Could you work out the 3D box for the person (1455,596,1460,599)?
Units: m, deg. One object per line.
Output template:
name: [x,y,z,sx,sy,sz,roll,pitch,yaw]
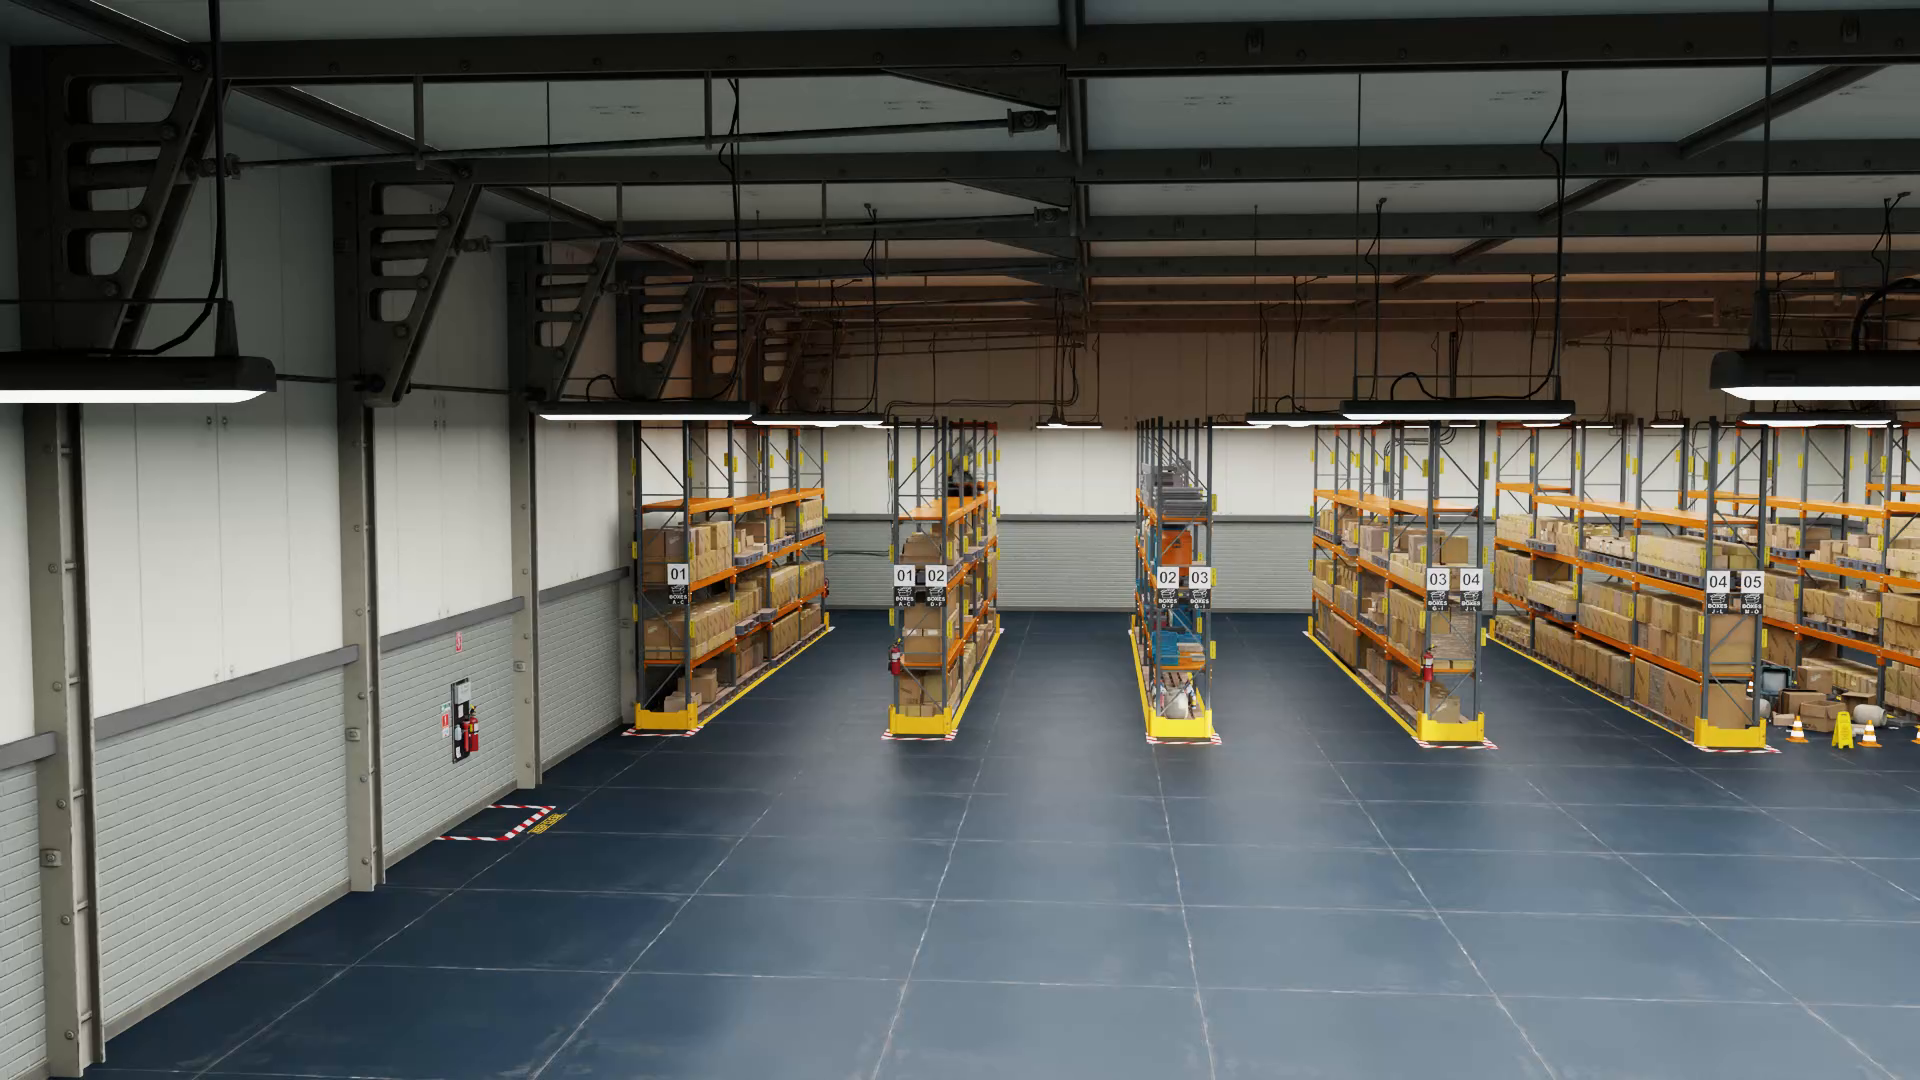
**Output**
person: [13.544,1.924,46.042,0.654,1.619,0.673,2,4,32]
